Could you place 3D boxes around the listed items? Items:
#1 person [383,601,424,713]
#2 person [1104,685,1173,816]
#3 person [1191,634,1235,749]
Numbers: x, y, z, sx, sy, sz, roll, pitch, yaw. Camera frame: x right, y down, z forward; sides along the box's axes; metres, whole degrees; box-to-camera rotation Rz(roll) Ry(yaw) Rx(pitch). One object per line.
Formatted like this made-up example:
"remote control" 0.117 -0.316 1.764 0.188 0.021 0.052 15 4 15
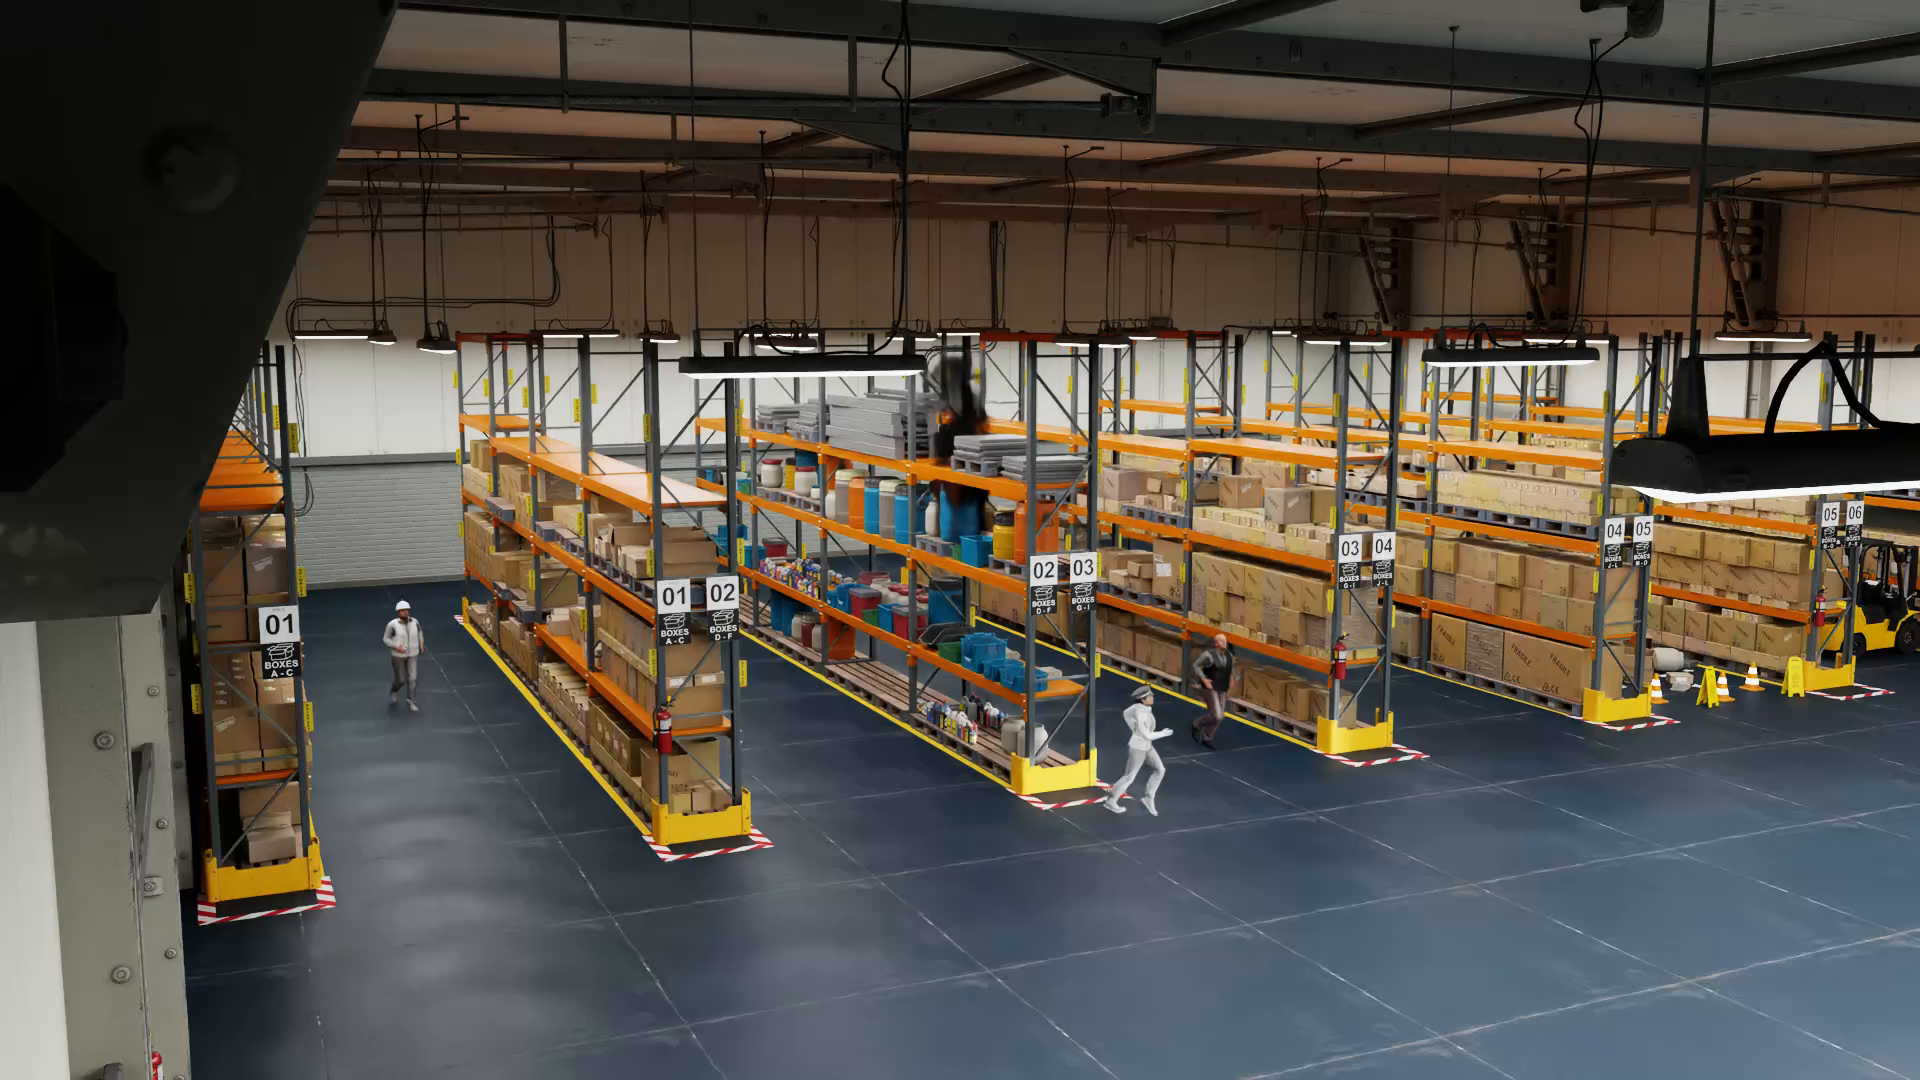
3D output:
"person" -8.959 1.855 26.830 0.683 1.775 0.794 -6 10 -37
"person" 2.268 2.668 21.078 0.857 1.726 0.619 1 8 10
"person" 3.777 2.220 24.485 0.677 1.696 0.591 -5 9 -31
